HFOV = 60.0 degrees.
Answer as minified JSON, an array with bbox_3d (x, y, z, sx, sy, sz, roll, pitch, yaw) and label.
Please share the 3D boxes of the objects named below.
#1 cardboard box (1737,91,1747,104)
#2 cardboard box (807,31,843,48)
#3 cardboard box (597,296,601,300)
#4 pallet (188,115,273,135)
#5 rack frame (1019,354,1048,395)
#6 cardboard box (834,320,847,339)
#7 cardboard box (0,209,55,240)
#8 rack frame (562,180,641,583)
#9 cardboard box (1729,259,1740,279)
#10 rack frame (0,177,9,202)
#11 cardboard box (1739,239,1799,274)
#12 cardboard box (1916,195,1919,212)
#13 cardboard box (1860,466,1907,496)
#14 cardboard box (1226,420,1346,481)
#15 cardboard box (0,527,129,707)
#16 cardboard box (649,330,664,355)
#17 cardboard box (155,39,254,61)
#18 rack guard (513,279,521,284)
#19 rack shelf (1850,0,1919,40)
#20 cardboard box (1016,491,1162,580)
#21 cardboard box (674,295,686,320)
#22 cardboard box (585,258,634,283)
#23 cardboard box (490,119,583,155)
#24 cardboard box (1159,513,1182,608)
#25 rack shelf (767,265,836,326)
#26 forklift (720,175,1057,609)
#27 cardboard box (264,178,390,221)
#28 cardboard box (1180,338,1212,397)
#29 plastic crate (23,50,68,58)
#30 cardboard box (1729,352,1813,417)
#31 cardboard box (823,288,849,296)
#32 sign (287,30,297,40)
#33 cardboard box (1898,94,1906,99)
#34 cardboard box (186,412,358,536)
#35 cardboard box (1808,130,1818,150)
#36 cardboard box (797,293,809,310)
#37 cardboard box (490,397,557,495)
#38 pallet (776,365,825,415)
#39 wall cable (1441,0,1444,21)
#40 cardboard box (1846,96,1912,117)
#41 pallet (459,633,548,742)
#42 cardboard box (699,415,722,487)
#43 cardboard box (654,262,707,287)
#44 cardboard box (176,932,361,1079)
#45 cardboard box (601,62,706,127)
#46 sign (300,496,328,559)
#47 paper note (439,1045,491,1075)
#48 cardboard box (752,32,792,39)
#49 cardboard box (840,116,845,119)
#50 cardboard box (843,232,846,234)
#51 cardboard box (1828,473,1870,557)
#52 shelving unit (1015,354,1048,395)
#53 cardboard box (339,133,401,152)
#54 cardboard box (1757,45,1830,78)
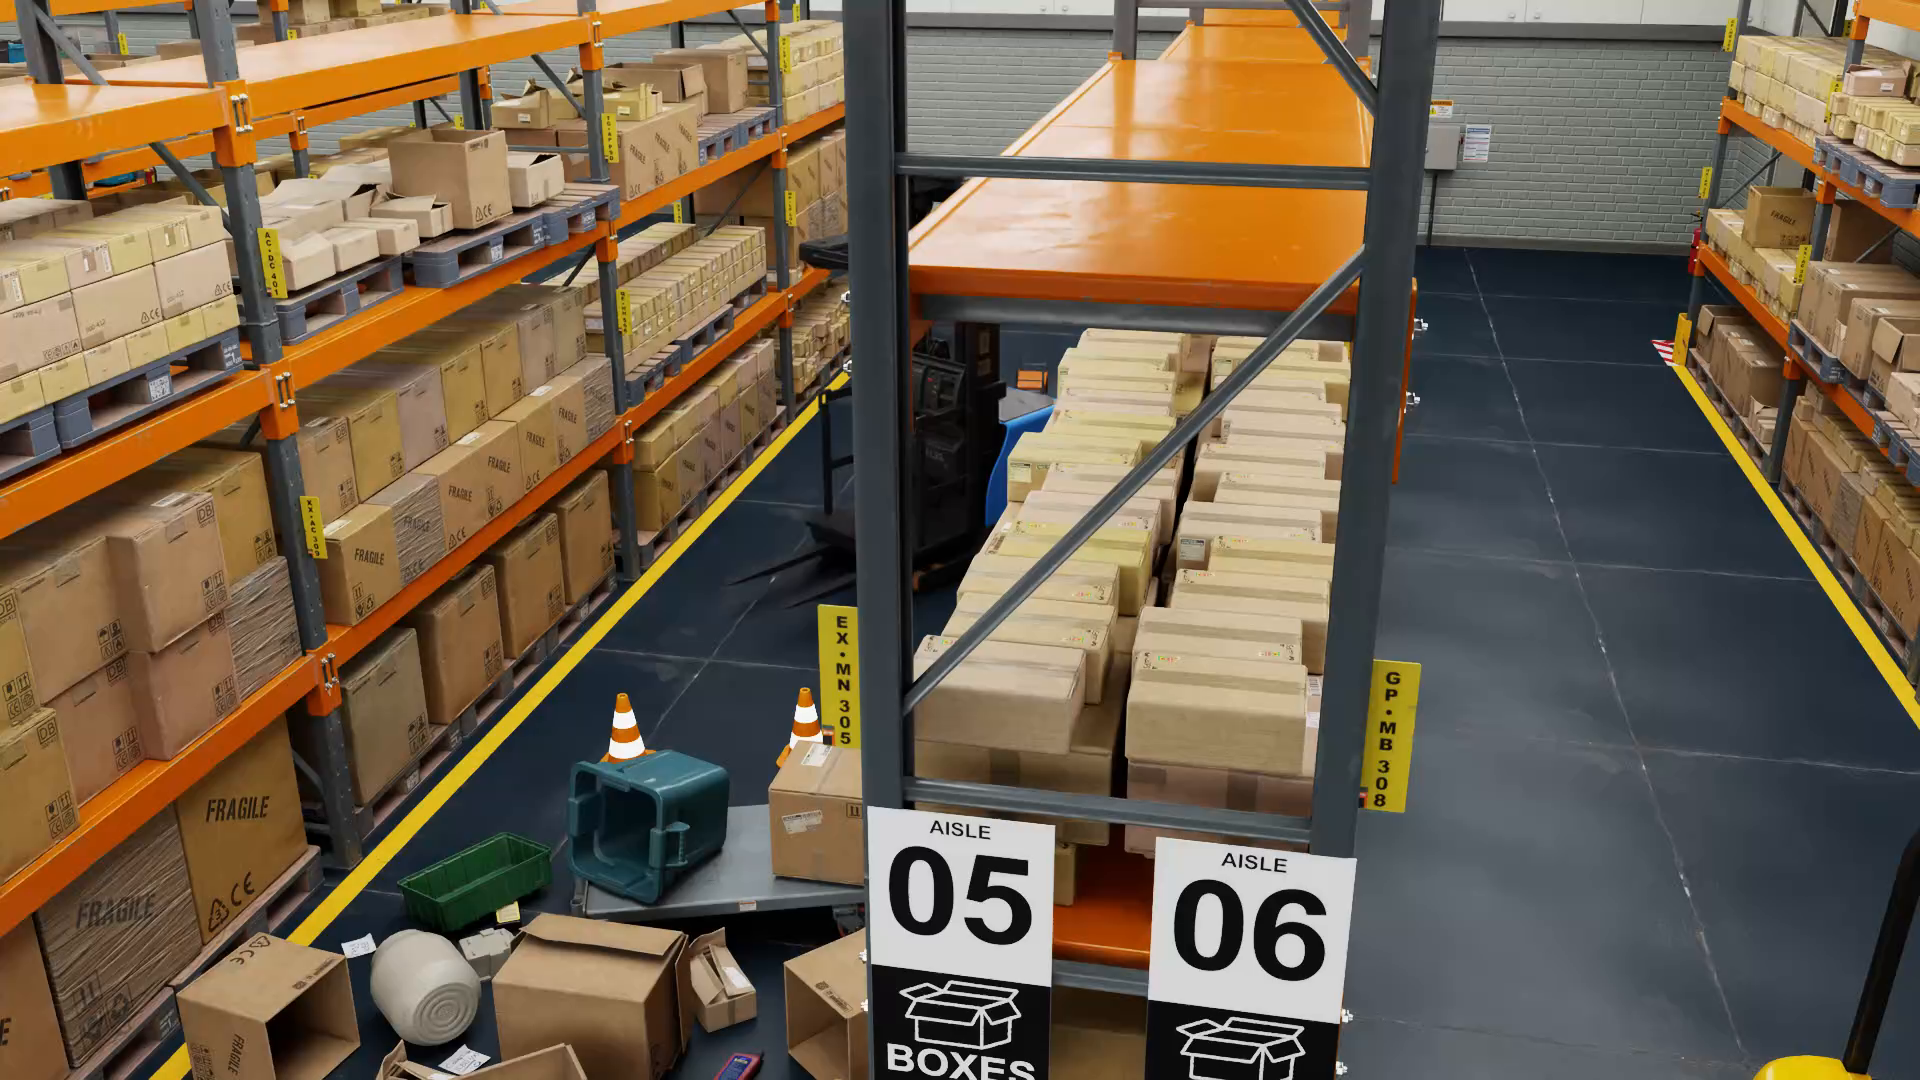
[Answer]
[{"bbox_3d":[8.129,-4.512,16.893,0.380,0.149,0.250,5,22,12],"label":"cardboard box"},{"bbox_3d":[-1.377,-5.182,17.218,0.380,0.149,0.250,5,22,12],"label":"cardboard box"},{"bbox_3d":[-3.073,-1.936,13.551,0.380,0.149,0.250,4,22,11],"label":"cardboard box"},{"bbox_3d":[-7.094,-3.969,15.465,0.805,0.209,1.217,4,22,9],"label":"pallet"},{"bbox_3d":[0.622,-1.011,14.288,0.240,1.200,0.015,2,22,6],"label":"rack frame"},{"bbox_3d":[-1.430,-2.273,17.869,0.380,0.149,0.250,5,22,11],"label":"cardboard box"},{"bbox_3d":[-4.211,-1.350,7.278,0.380,0.149,0.250,4,22,10],"label":"cardboard box"},{"bbox_3d":[-2.937,-1.128,12.168,1.000,3.000,0.127,4,22,11],"label":"rack frame"},{"bbox_3d":[7.775,-2.653,16.292,0.380,0.149,0.250,4,22,9],"label":"cardboard box"},{"bbox_3d":[-7.772,-1.543,13.199,1.000,3.000,0.127,4,22,11],"label":"rack frame"},{"bbox_3d":[7.779,-2.700,15.876,0.500,0.250,0.500,4,22,10],"label":"cardboard box"},{"bbox_3d":[6.861,-2.305,11.278,0.500,0.250,0.500,4,22,11],"label":"cardboard box"},{"bbox_3d":[6.941,-0.429,12.350,0.380,0.149,0.250,3,22,8],"label":"cardboard box"},{"bbox_3d":[1.040,-0.262,5.273,0.380,0.149,0.250,5,22,12],"label":"cardboard box"},{"bbox_3d":[-4.105,0.294,6.992,0.875,0.550,0.550,4,22,11],"label":"cardboard box"},{"bbox_3d":[-2.538,-1.551,12.994,0.380,0.149,0.250,6,23,14],"label":"cardboard box"},{"bbox_3d":[-7.064,-4.425,15.645,0.700,0.500,0.500,5,22,12],"label":"cardboard box"},{"bbox_3d":[-6.134,-3.318,20.952,1.175,0.500,0.348,4,22,11],"label":"rack guard"},{"bbox_3d":[7.198,-3.405,11.292,1.077,0.370,4.000,4,22,11],"label":"rack shelf"},{"bbox_3d":[0.361,-0.016,4.663,0.380,0.149,0.250,4,22,11],"label":"cardboard box"},{"bbox_3d":[-2.434,-1.886,13.427,0.380,0.149,0.250,4,22,11],"label":"cardboard box"},{"bbox_3d":[-2.966,-2.264,13.967,0.380,0.149,0.250,5,23,13],"label":"cardboard box"},{"bbox_3d":[-3.069,-2.794,12.156,0.500,0.500,0.500,4,22,11],"label":"cardboard box"},{"bbox_3d":[0.854,0.141,4.806,0.500,0.250,0.500,5,22,12],"label":"cardboard box"},{"bbox_3d":[-1.713,-2.988,17.751,1.077,0.370,4.000,4,22,11],"label":"rack shelf"},{"bbox_3d":[-0.476,-1.178,12.384,1.130,2.935,3.031,19,28,38],"label":"forklift"},{"bbox_3d":[-3.611,-1.914,9.529,0.500,0.311,0.500,4,22,9],"label":"cardboard box"},{"bbox_3d":[0.756,-0.644,6.755,0.500,0.250,0.500,4,22,10],"label":"cardboard box"},{"bbox_3d":[-10.910,-5.757,19.931,0.450,0.188,0.336,4,22,11],"label":"plastic crate"},{"bbox_3d":[7.780,-1.465,15.791,0.700,0.500,0.500,4,22,9],"label":"cardboard box"},{"bbox_3d":[-1.315,-2.707,18.548,0.380,0.149,0.250,4,22,9],"label":"cardboard box"},{"bbox_3d":[-6.422,-4.745,16.022,0.100,0.325,0.005,4,22,11],"label":"sign"},{"bbox_3d":[7.985,-3.724,13.734,0.500,0.250,0.500,4,22,10],"label":"cardboard box"},{"bbox_3d":[-3.657,-0.357,8.783,0.700,0.500,0.500,4,22,10],"label":"cardboard box"},{"bbox_3d":[7.443,-3.391,14.110,0.380,0.149,0.250,4,22,11],"label":"cardboard box"},{"bbox_3d":[-1.895,-2.646,18.396,0.380,0.149,0.250,5,23,13],"label":"cardboard box"},{"bbox_3d":[-2.971,-0.624,10.783,0.500,0.500,0.500,4,22,10],"label":"cardboard box"},{"bbox_3d":[-2.018,-1.545,16.938,1.003,0.211,1.213,4,22,11],"label":"pallet"},{"bbox_3d":[7.902,-8.330,21.972,2.988,3.039,0.133,4,22,11],"label":"wall cable"},{"bbox_3d":[7.131,-3.348,12.909,0.380,0.149,0.250,5,22,12],"label":"cardboard box"},{"bbox_3d":[-3.423,0.893,10.883,1.003,0.211,1.213,4,22,11],"label":"pallet"},{"bbox_3d":[-2.343,-0.774,14.075,0.500,0.500,0.500,4,22,10],"label":"cardboard box"},{"bbox_3d":[-2.332,-2.208,13.828,0.380,0.149,0.250,4,22,10],"label":"cardboard box"},{"bbox_3d":[-3.065,2.140,7.399,0.500,0.500,0.500,8,23,20],"label":"cardboard box"},{"bbox_3d":[-2.564,-3.670,13.765,0.797,0.503,0.637,4,22,10],"label":"cardboard box"},{"bbox_3d":[-3.209,-0.061,8.256,0.100,0.325,0.005,4,22,11],"label":"sign"},{"bbox_3d":[-2.239,2.352,7.513,0.172,0.023,0.155,13,25,29],"label":"paper note"},{"bbox_3d":[-1.939,-5.125,17.077,0.380,0.149,0.250,5,23,13],"label":"cardboard box"},{"bbox_3d":[-1.154,-4.515,18.709,0.500,0.500,0.500,4,22,10],"label":"cardboard box"},{"bbox_3d":[-1.443,-3.332,17.977,0.380,0.149,0.250,4,22,9],"label":"cardboard box"},{"bbox_3d":[6.970,-0.182,12.604,0.500,0.500,0.500,4,22,9],"label":"cardboard box"},{"bbox_3d":[0.597,-0.920,14.063,0.258,1.200,0.503,2,22,6],"label":"shelving unit"},{"bbox_3d":[-6.703,-4.357,18.986,0.500,0.500,0.500,4,22,9],"label":"cardboard box"},{"bbox_3d":[7.874,-4.515,15.698,0.500,0.250,0.500,4,22,10],"label":"cardboard box"}]
